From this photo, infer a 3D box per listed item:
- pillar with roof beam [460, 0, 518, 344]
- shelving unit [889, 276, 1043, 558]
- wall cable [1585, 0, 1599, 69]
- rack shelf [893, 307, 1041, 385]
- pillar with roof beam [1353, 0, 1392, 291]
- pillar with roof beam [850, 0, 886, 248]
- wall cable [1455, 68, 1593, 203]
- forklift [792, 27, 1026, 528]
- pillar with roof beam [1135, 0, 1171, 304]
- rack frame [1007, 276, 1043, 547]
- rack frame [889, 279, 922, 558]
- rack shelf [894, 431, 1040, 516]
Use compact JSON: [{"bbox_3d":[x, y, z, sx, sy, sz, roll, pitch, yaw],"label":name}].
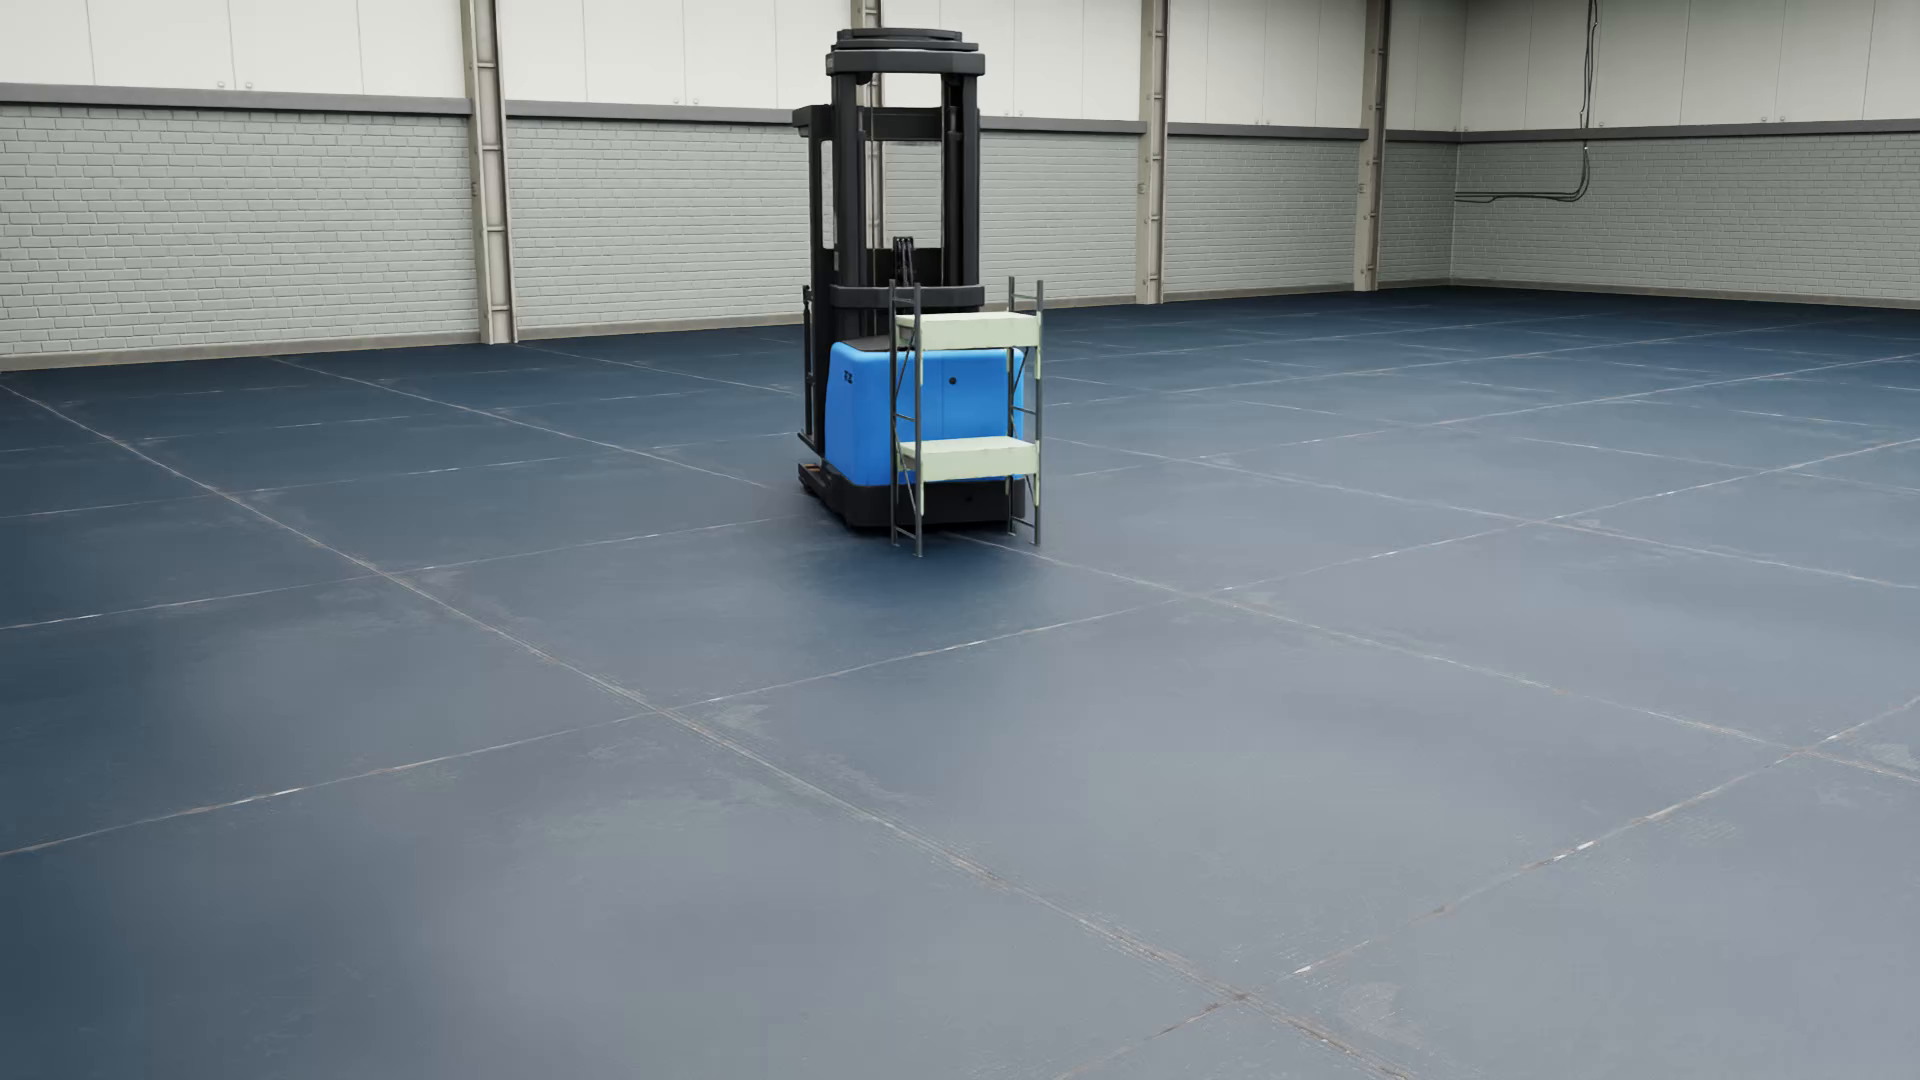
[{"bbox_3d":[-3.364,-6.298,17.624,0.400,9.000,9.100,-9,15,-38],"label":"pillar with roof beam"},{"bbox_3d":[0.033,-0.702,9.325,0.755,1.500,0.431,-5,13,-23],"label":"shelving unit"},{"bbox_3d":[12.818,-10.012,30.433,0.112,2.526,3.097,-9,15,-38],"label":"wall cable"},{"bbox_3d":[0.033,-1.084,9.244,0.720,0.370,0.431,-5,13,-23],"label":"rack shelf"},{"bbox_3d":[10.691,-8.634,28.623,0.400,9.000,9.100,-9,15,-38],"label":"pillar with roof beam"},{"bbox_3d":[1.321,-7.077,21.290,0.400,9.000,9.100,-9,15,-38],"label":"pillar with roof beam"},{"bbox_3d":[11.128,-7.981,33.024,0.112,2.526,3.097,-9,15,-38],"label":"wall cable"},{"bbox_3d":[-0.474,-1.765,10.885,1.130,2.935,3.031,-3,12,-14],"label":"forklift"},{"bbox_3d":[6.006,-7.855,24.957,0.400,9.000,9.100,-9,15,-38],"label":"pillar with roof beam"},{"bbox_3d":[0.368,-0.733,9.470,0.023,1.500,0.400,-5,13,-23],"label":"rack frame"},{"bbox_3d":[-0.301,-0.671,9.180,0.023,1.500,0.400,-5,13,-23],"label":"rack frame"},{"bbox_3d":[0.033,-0.383,9.393,0.720,0.370,0.431,-5,13,-23],"label":"rack shelf"}]
